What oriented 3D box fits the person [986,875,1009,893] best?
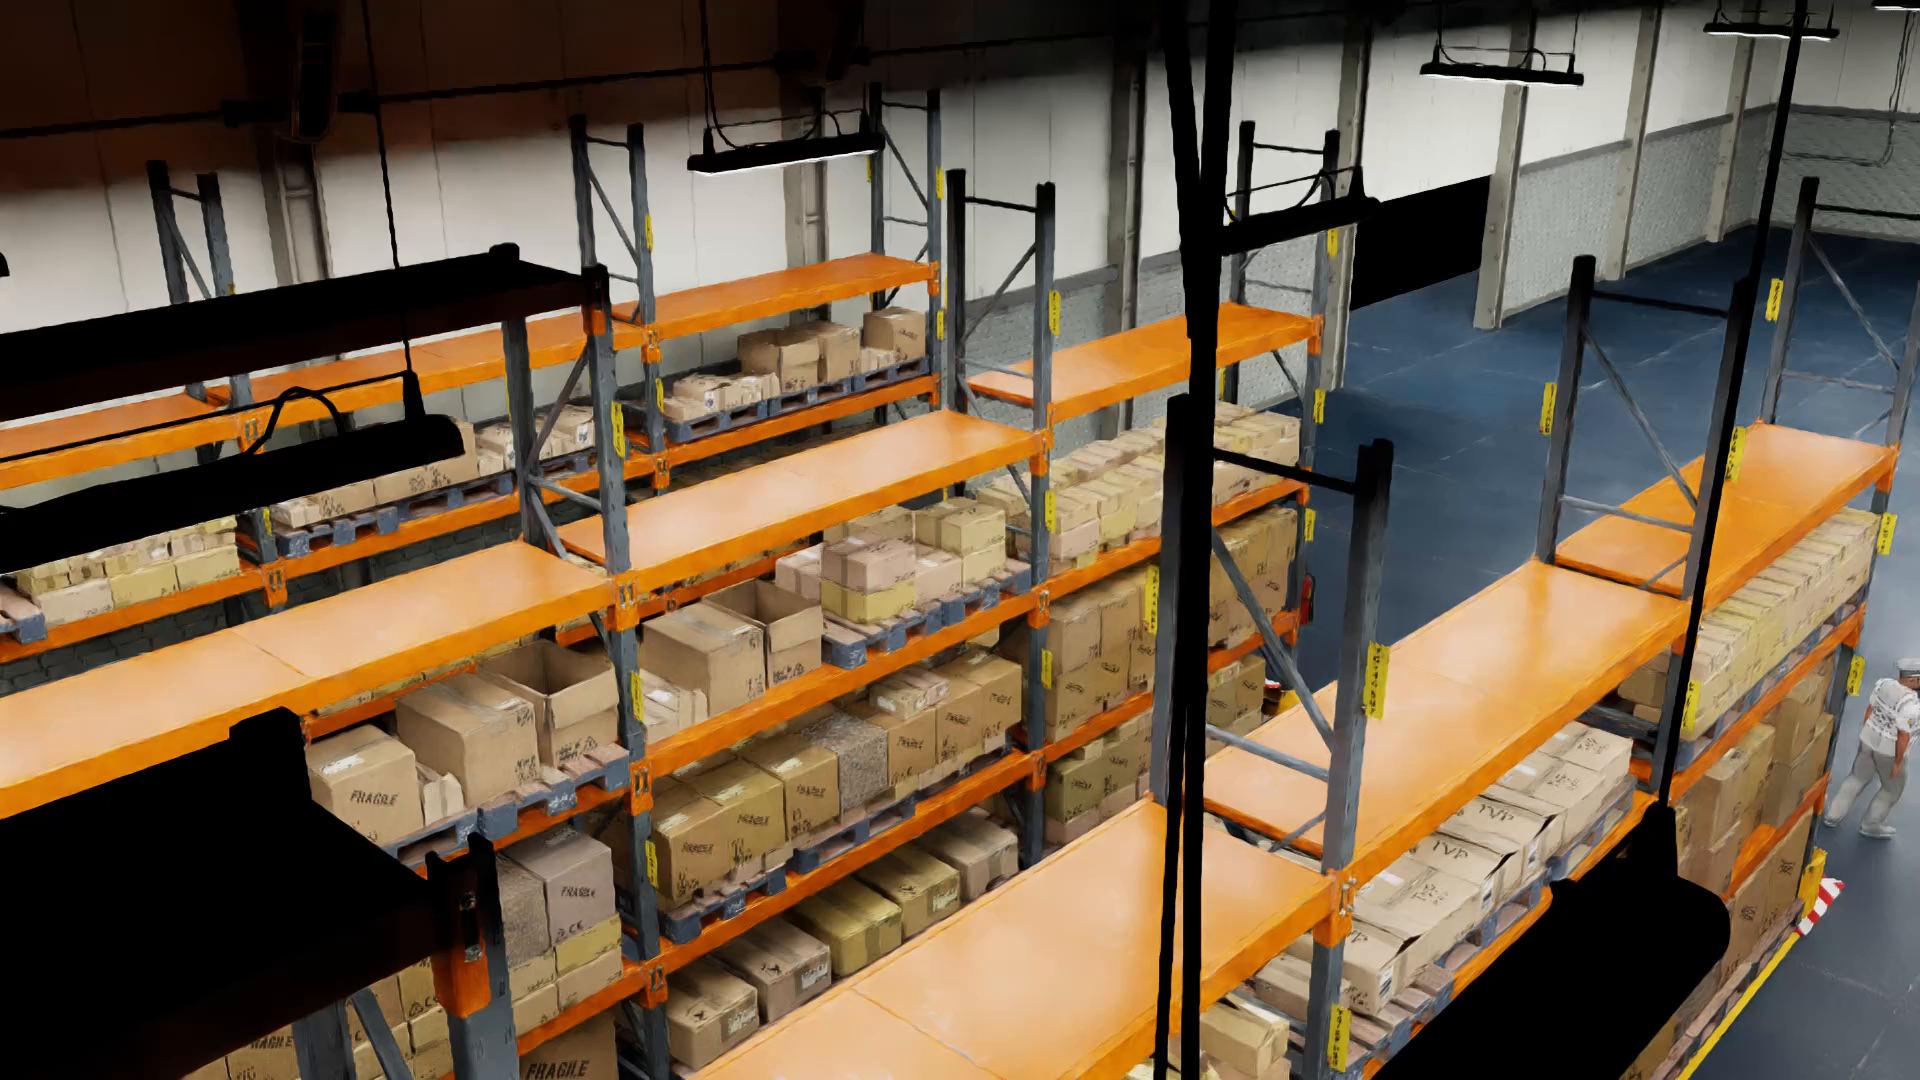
[{"bbox_3d":[0.288,3.101,11.677,0.561,1.668,0.569,-8,22,-19],"label":"person"}]

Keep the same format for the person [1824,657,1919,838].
[{"bbox_3d":[8.212,1.846,14.868,0.586,1.743,0.587,-4,22,-10],"label":"person"}]
